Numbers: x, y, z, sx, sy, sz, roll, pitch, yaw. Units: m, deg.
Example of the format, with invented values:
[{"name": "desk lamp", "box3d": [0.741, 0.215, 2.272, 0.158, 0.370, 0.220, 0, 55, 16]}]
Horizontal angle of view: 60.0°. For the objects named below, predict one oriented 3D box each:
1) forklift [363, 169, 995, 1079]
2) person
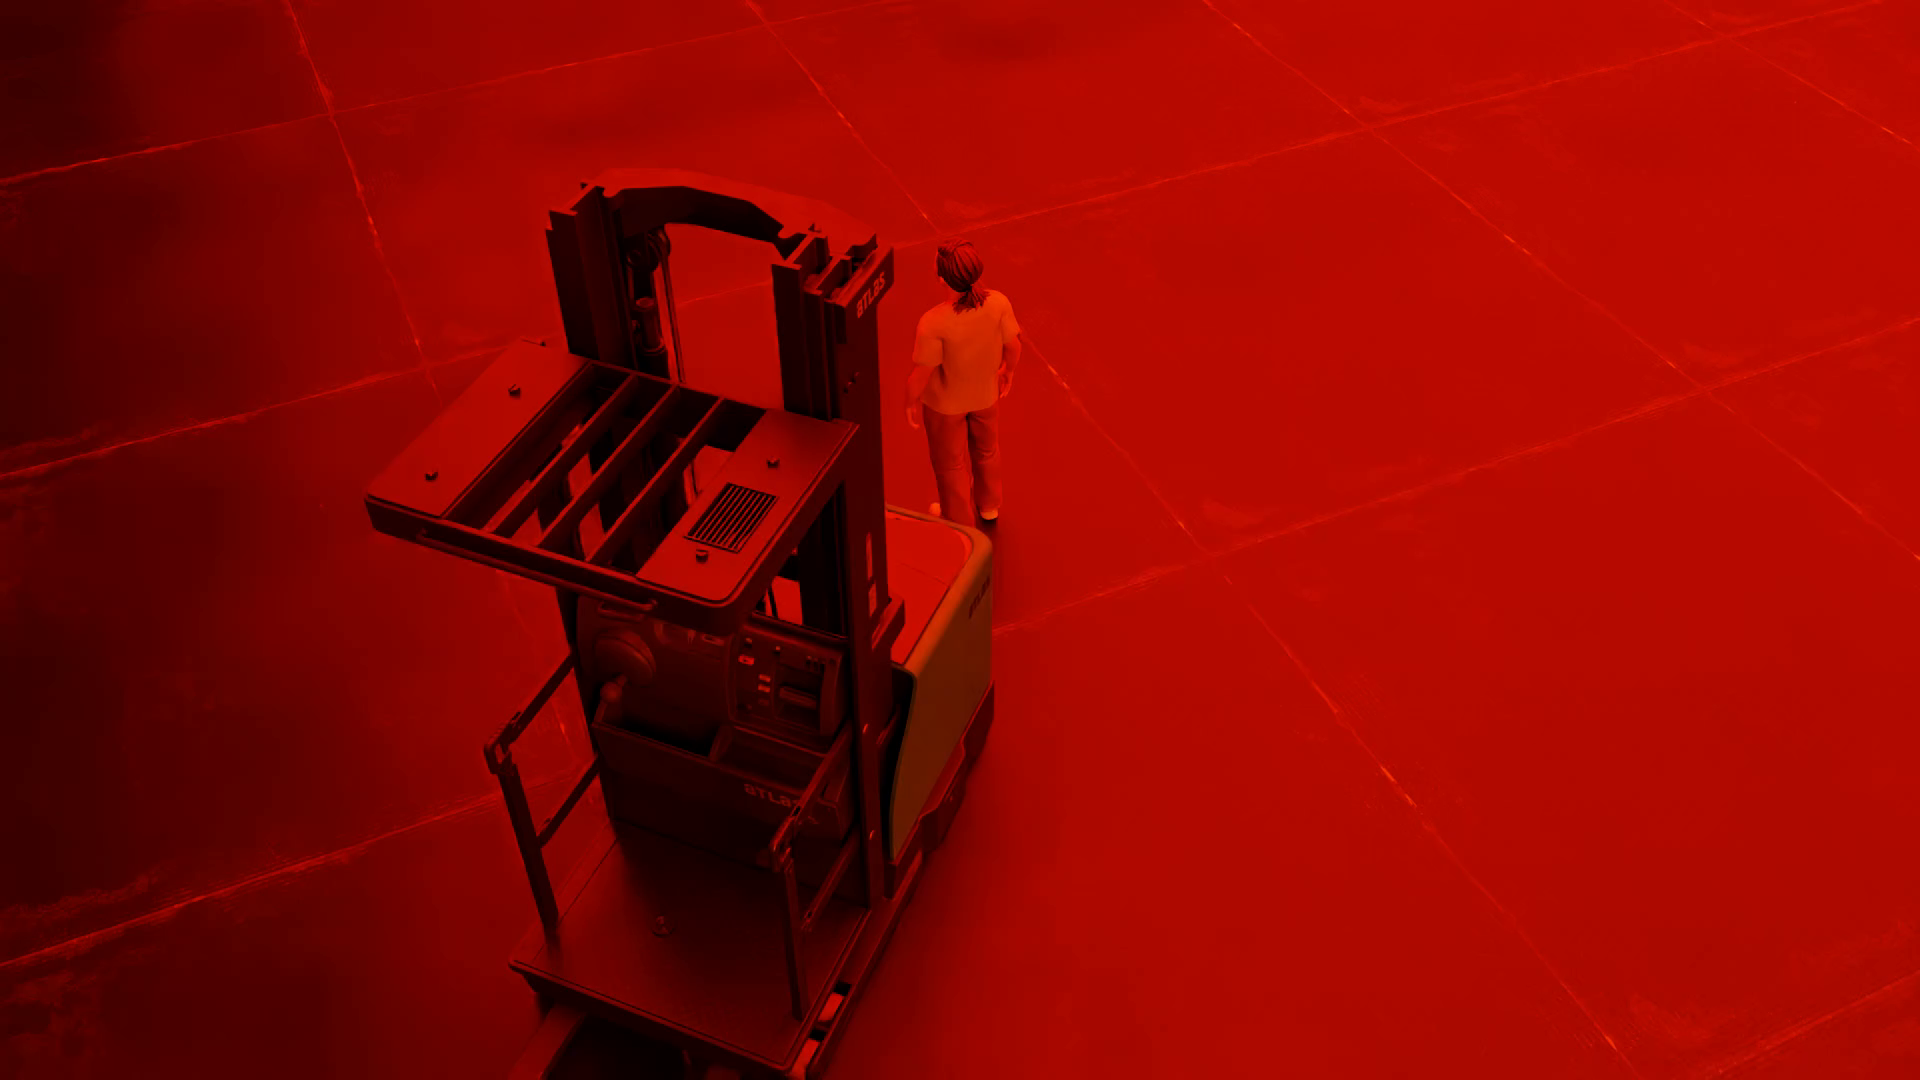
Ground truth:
[{"name": "forklift", "box3d": [-0.889, 0.489, 5.156, 1.130, 2.935, 3.031, 16, 45, 16]}, {"name": "person", "box3d": [-0.020, -0.667, 7.304, 0.552, 1.674, 0.548, -18, 46, -18]}]
